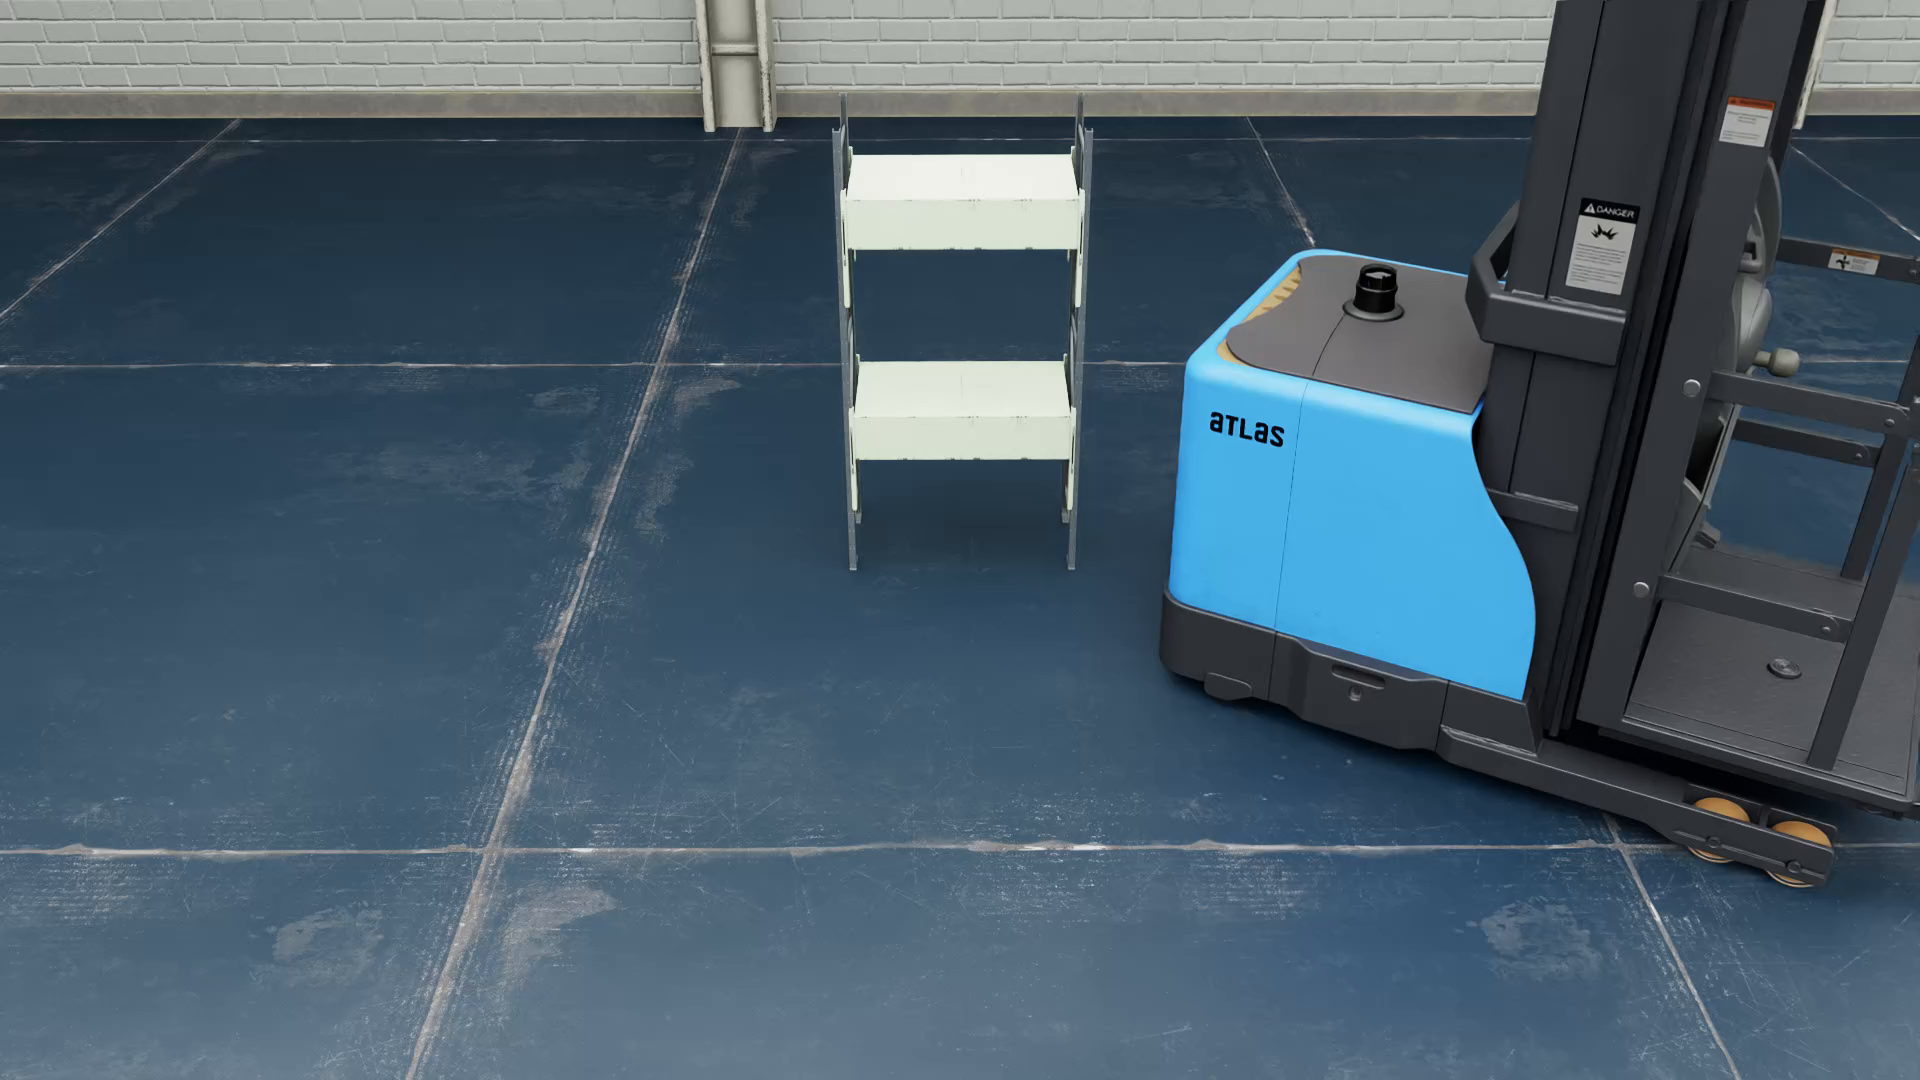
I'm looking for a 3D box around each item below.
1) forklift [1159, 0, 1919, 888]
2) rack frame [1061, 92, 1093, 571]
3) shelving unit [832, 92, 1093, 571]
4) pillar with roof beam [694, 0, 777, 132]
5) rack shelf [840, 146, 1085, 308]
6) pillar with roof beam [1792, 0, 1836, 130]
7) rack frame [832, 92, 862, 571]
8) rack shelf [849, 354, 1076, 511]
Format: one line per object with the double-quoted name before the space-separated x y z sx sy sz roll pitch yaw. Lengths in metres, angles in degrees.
"forklift" 2.143 -0.677 4.040 3.031 2.935 1.130 16 35 24
"rack frame" 0.373 -0.642 5.363 0.023 1.500 0.400 0 31 0
"shelving unit" 0.007 -0.641 5.361 0.755 1.500 0.431 0 31 0
"pillar with roof beam" -1.261 -4.069 3.781 0.400 9.000 9.100 0 31 0
"rack shelf" 0.007 -0.975 5.159 0.720 0.370 0.431 0 31 0
"pillar with roof beam" 4.739 -4.087 3.811 0.400 9.000 9.100 0 31 0
"rack frame" -0.359 -0.640 5.359 0.023 1.500 0.400 0 31 0
"rack shelf" 0.007 -0.363 5.530 0.720 0.370 0.431 0 31 0
